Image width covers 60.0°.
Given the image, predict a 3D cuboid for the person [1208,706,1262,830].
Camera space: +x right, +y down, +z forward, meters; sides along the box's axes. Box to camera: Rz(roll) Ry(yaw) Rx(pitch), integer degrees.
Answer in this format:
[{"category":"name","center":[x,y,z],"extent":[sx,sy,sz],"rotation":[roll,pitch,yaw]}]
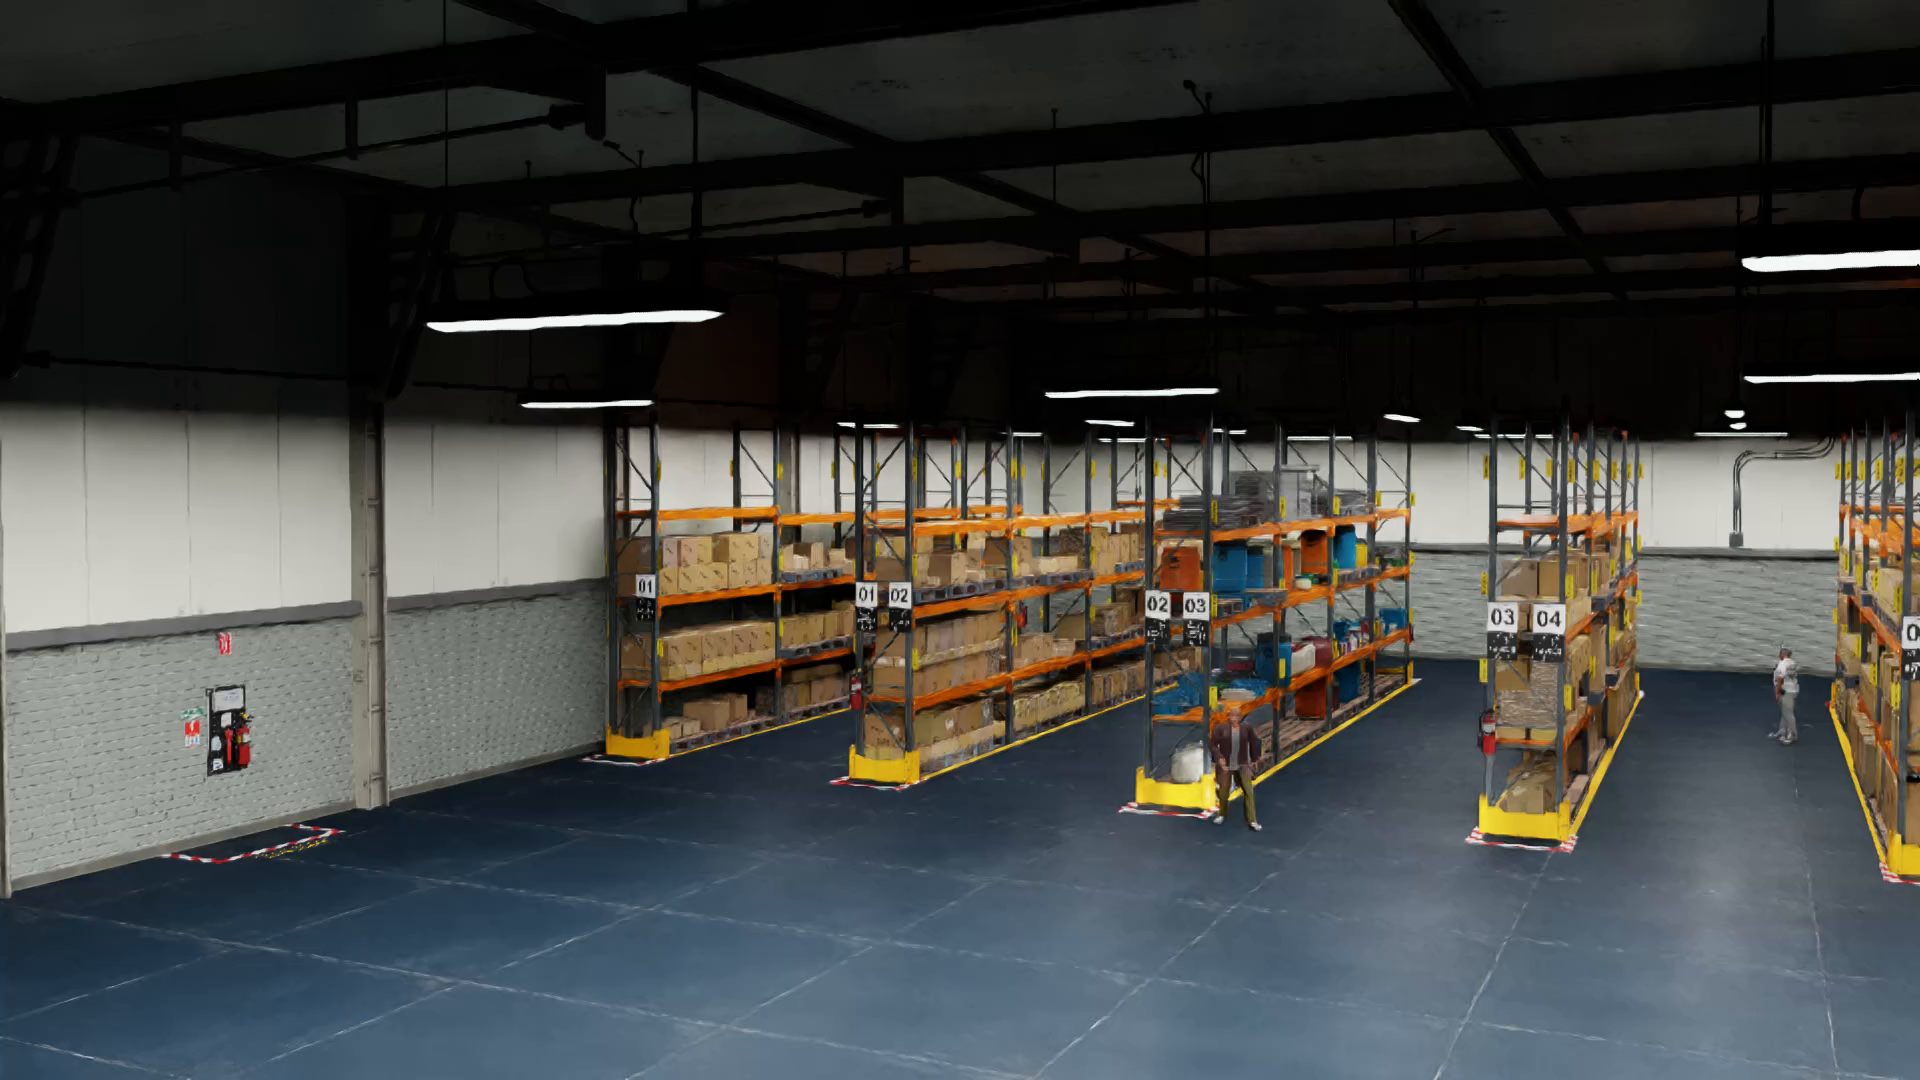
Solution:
[{"category":"person","center":[3.834,3.156,23.229],"extent":[0.733,1.714,0.872],"rotation":[0,2,7]}]

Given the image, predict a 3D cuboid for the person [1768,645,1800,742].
[{"category":"person","center":[15.205,2.821,30.702],"extent":[0.674,1.744,0.591],"rotation":[-2,3,-44]}]

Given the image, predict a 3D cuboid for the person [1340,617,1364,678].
[{"category":"person","center":[8.957,2.577,38.431],"extent":[0.519,1.617,0.945],"rotation":[2,3,42]}]
